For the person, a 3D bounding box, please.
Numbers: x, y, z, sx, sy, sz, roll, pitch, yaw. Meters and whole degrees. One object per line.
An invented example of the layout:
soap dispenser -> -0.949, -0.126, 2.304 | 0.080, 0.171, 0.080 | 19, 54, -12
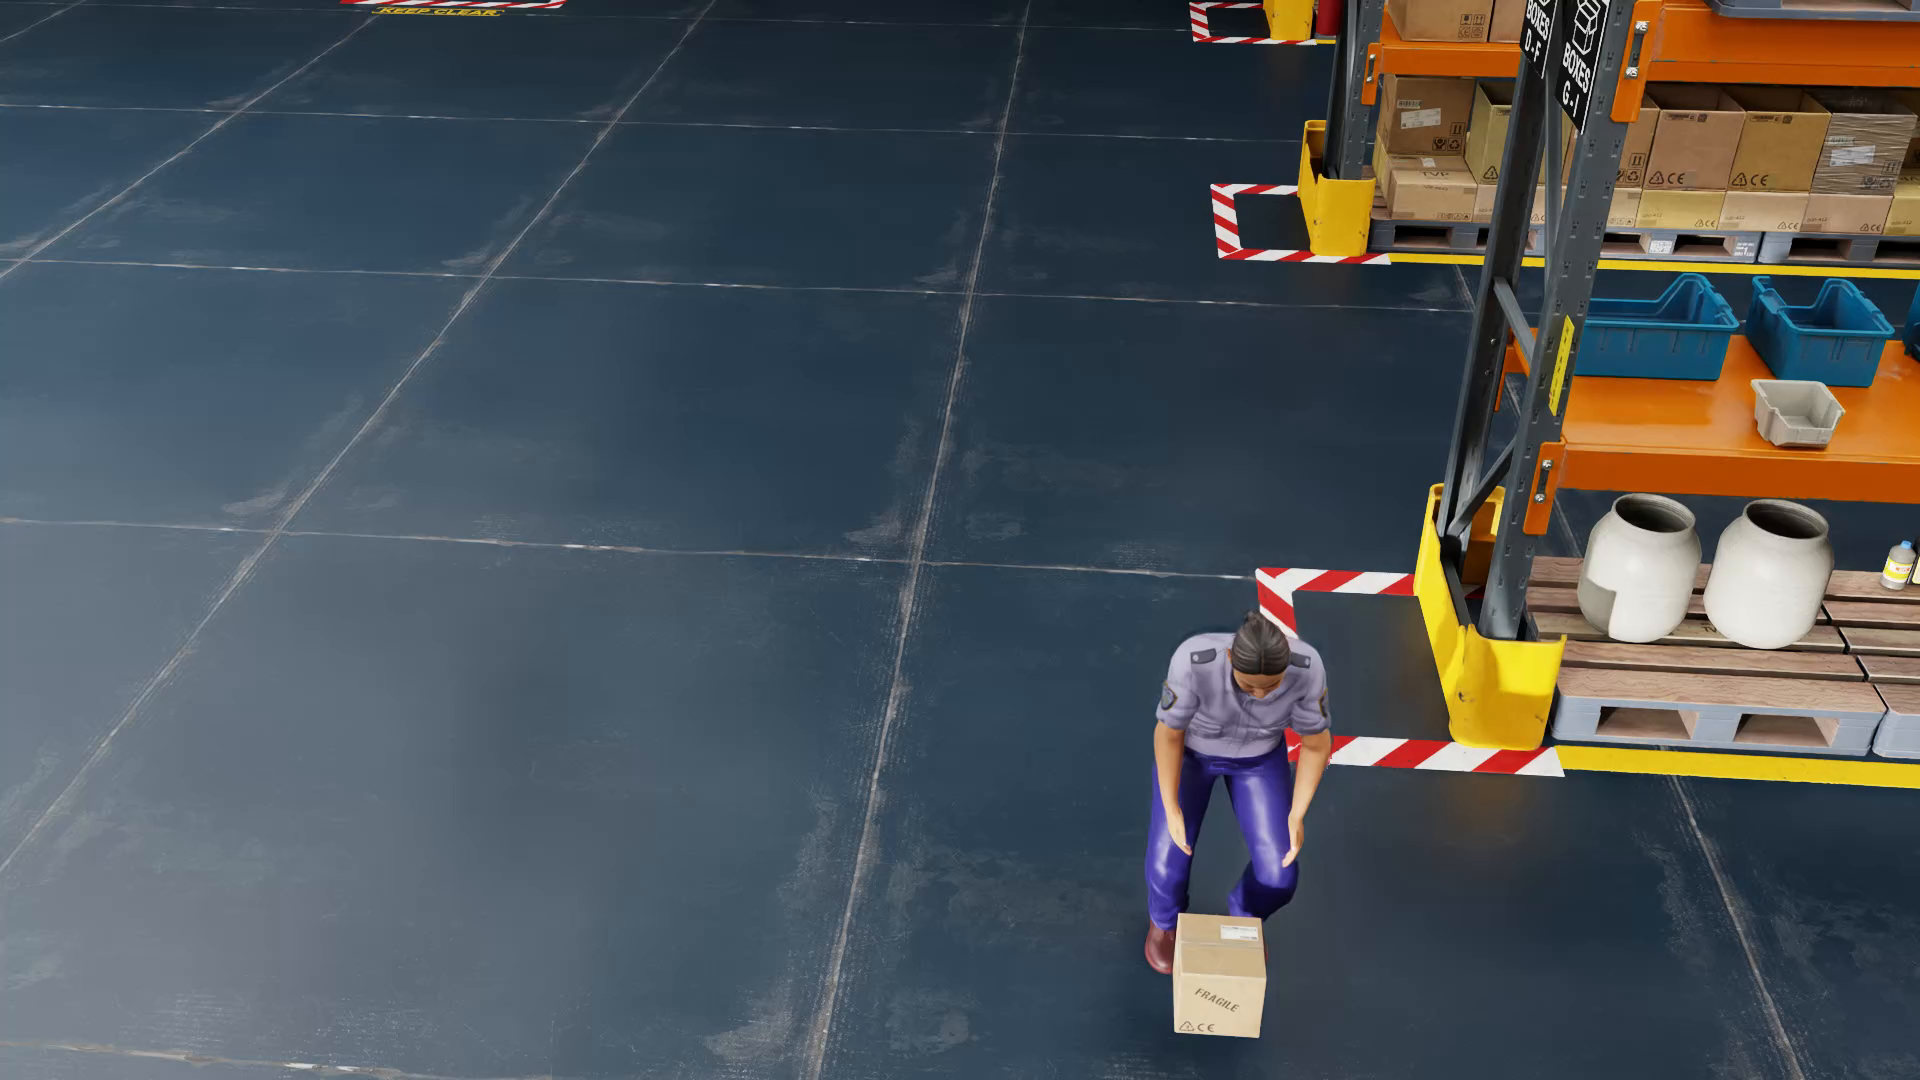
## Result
person -> 0.855, 0.742, 5.172 | 0.530, 1.446, 0.593 | 3, 32, 4
